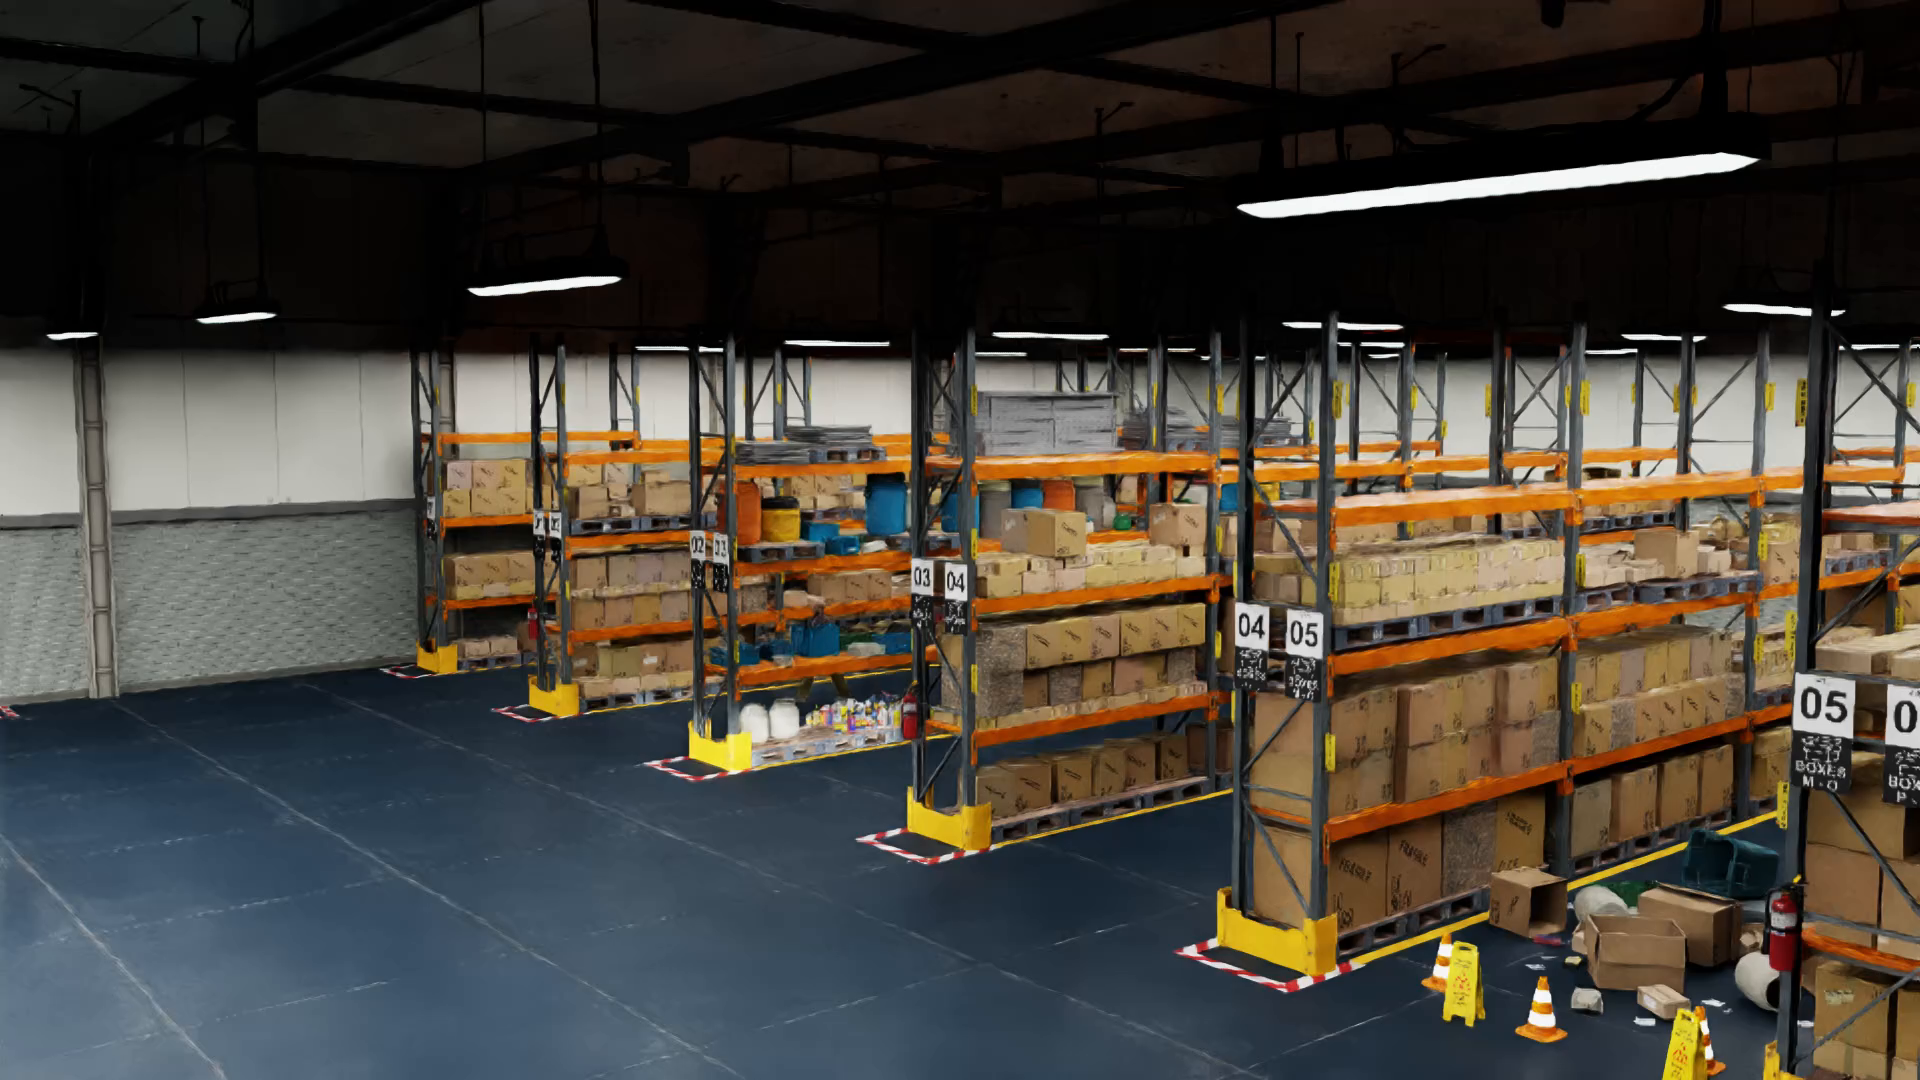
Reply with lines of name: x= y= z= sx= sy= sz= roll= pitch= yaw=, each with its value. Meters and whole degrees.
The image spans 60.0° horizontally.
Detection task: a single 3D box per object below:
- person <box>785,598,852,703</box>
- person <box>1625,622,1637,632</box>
person: x=-2.276 y=1.798 z=26.980 sx=1.103 sy=1.715 sz=0.573 roll=-3 pitch=6 yaw=-31
person: x=10.335 y=2.000 z=25.542 sx=0.999 sy=1.596 sz=0.461 roll=-5 pitch=7 yaw=-41
